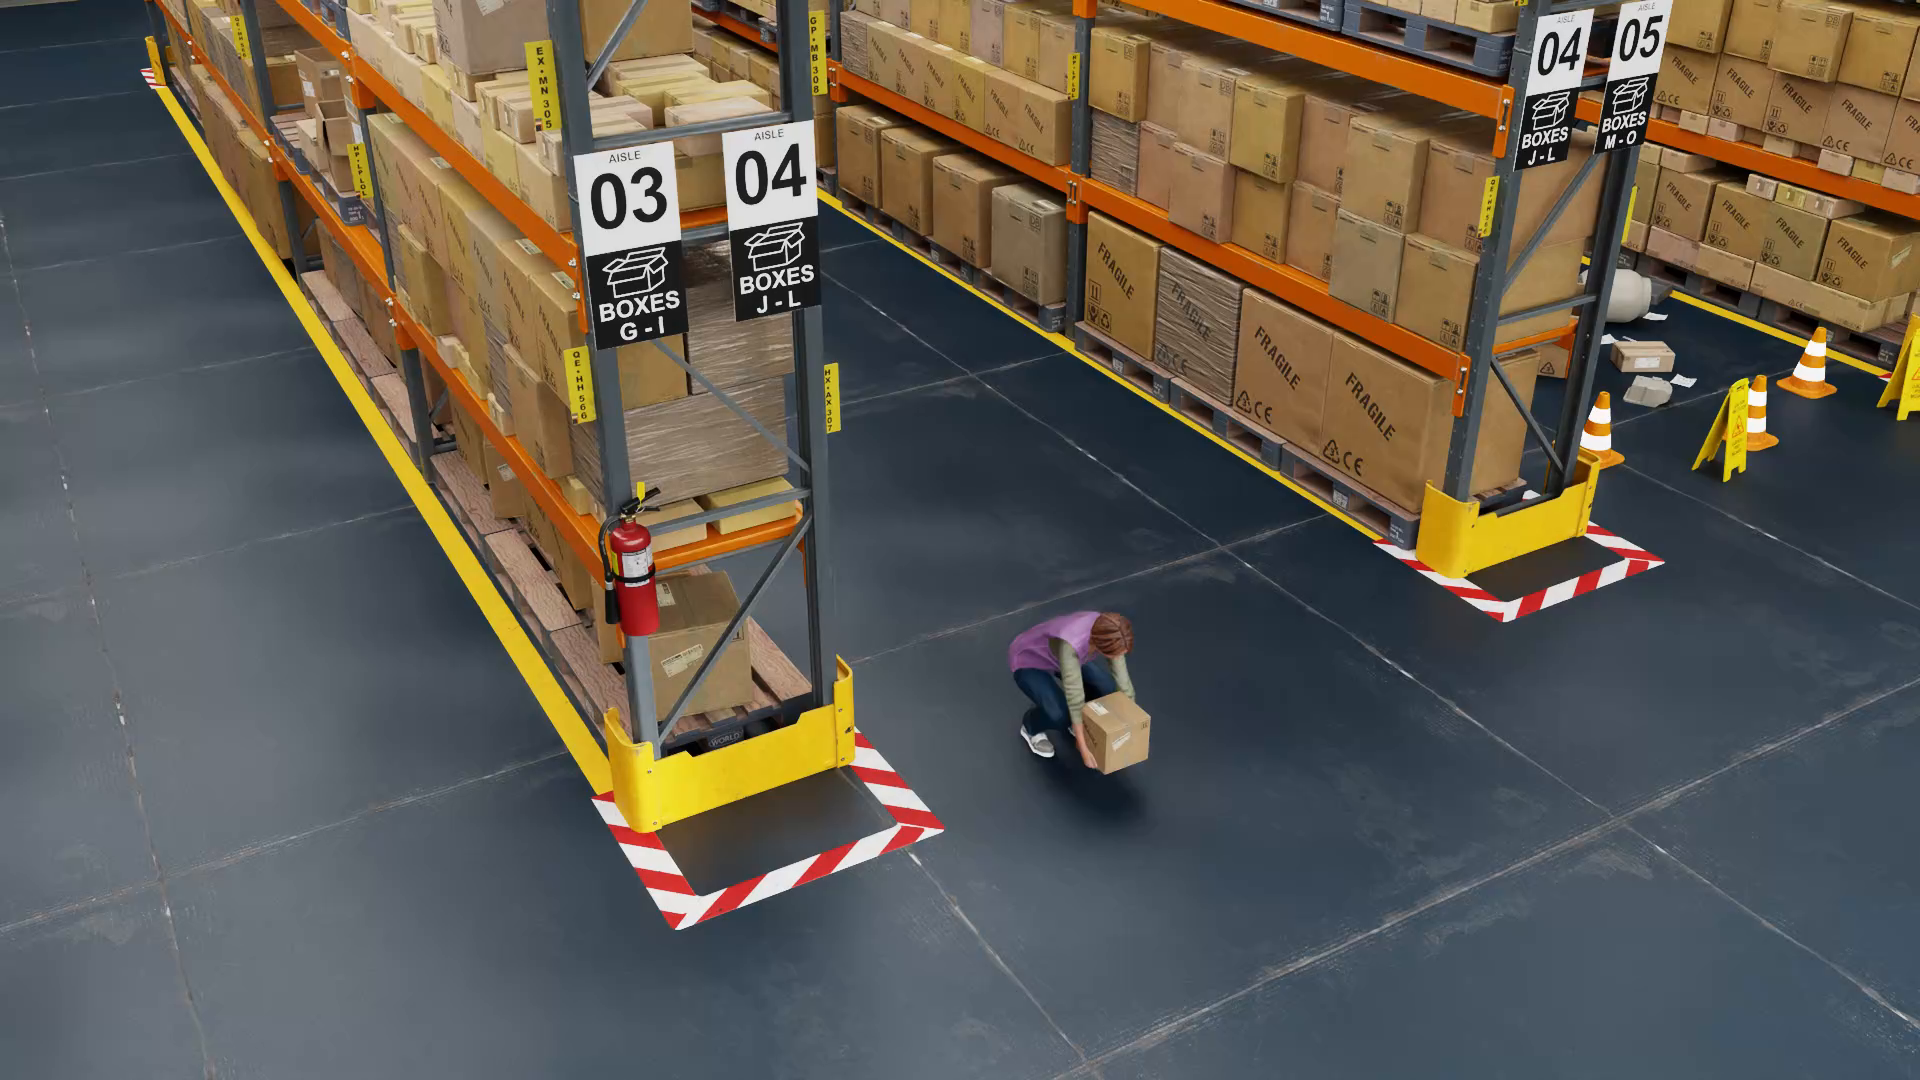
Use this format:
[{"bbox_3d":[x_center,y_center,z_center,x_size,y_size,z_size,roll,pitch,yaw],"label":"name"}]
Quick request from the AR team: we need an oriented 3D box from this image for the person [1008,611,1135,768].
[{"bbox_3d":[0.559,0.672,8.092,0.423,0.896,0.822,-17,34,-27],"label":"person"}]
